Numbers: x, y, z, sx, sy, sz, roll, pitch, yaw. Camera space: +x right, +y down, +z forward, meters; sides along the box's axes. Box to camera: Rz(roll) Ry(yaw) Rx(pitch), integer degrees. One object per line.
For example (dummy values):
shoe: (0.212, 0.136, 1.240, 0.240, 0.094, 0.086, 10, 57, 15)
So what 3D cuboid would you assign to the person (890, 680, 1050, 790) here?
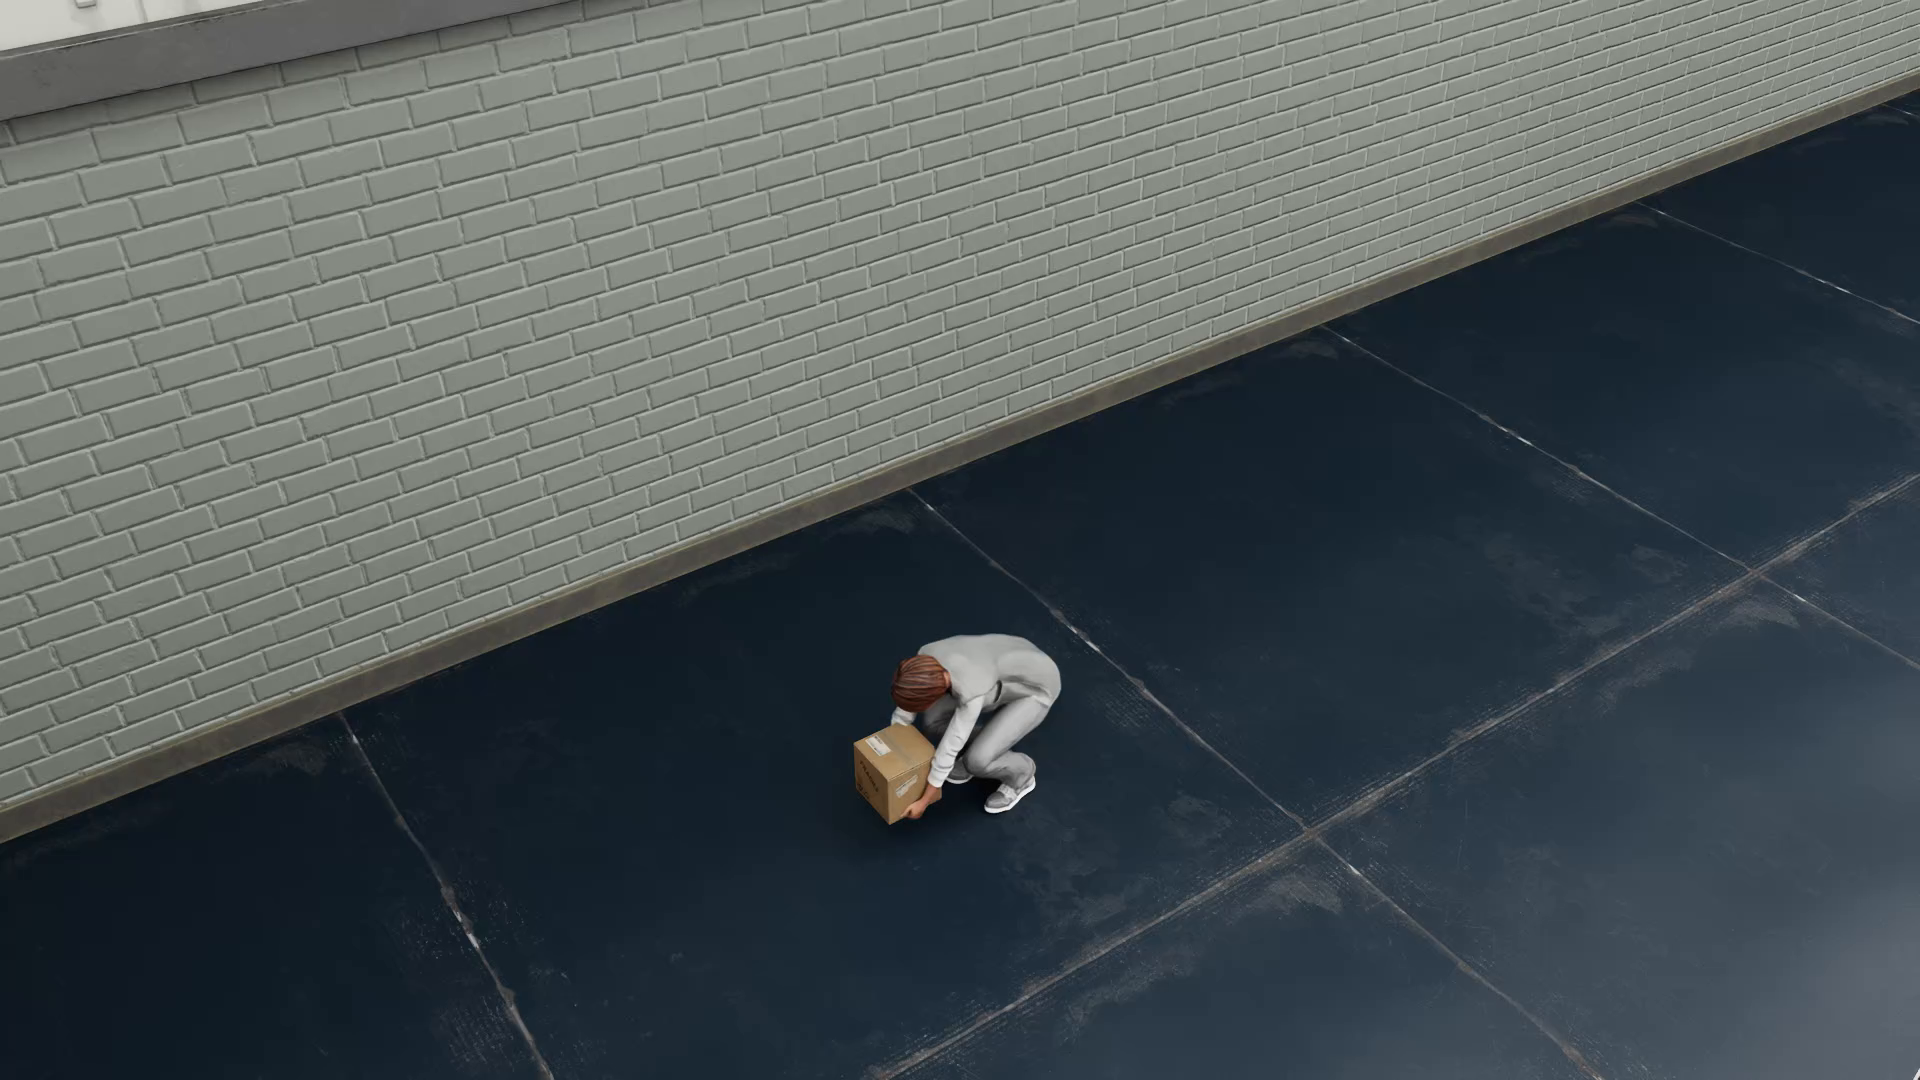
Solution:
person: (0.082, 0.691, 6.682, 0.704, 0.742, 0.418, -24, 43, -29)
